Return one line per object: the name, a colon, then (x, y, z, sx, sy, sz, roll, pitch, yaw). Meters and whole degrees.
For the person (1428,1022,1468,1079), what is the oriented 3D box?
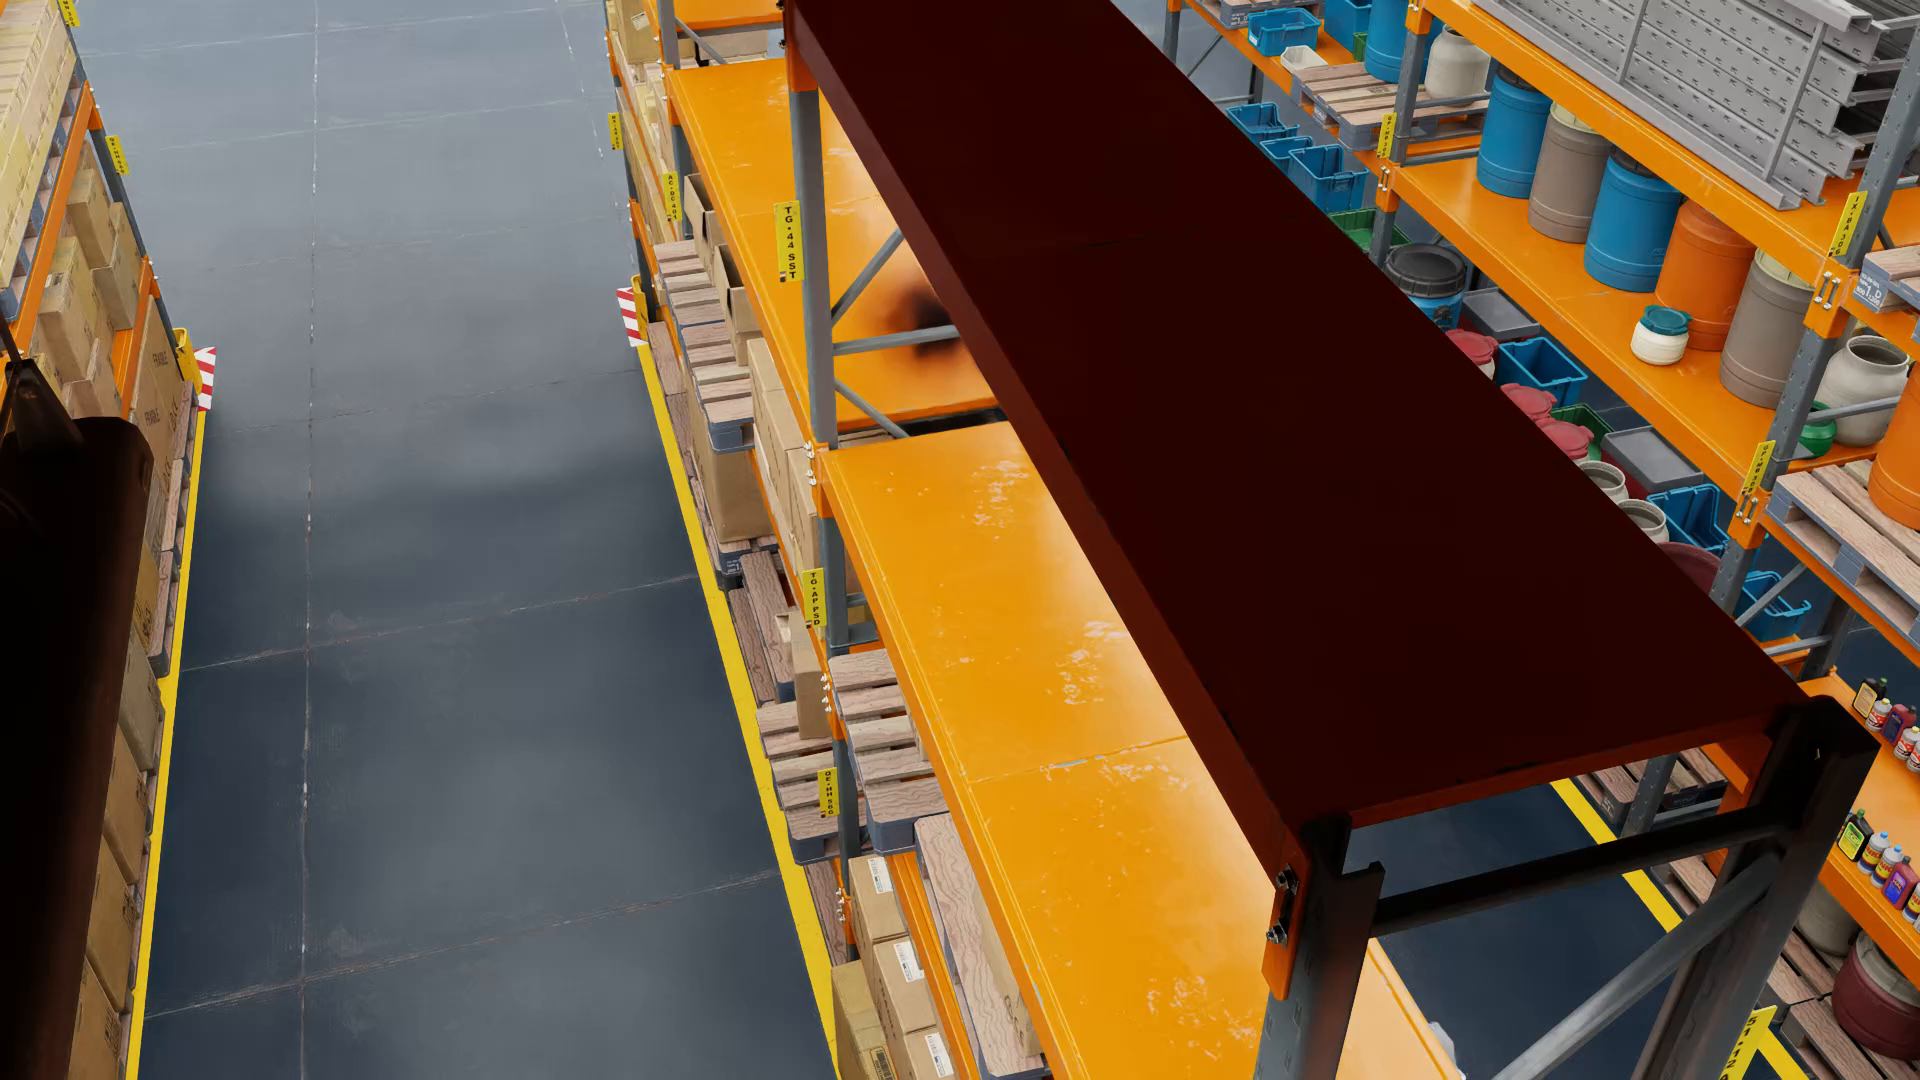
person: (1.952, 2.743, 7.543, 0.670, 1.774, 0.697, -13, 40, -16)
